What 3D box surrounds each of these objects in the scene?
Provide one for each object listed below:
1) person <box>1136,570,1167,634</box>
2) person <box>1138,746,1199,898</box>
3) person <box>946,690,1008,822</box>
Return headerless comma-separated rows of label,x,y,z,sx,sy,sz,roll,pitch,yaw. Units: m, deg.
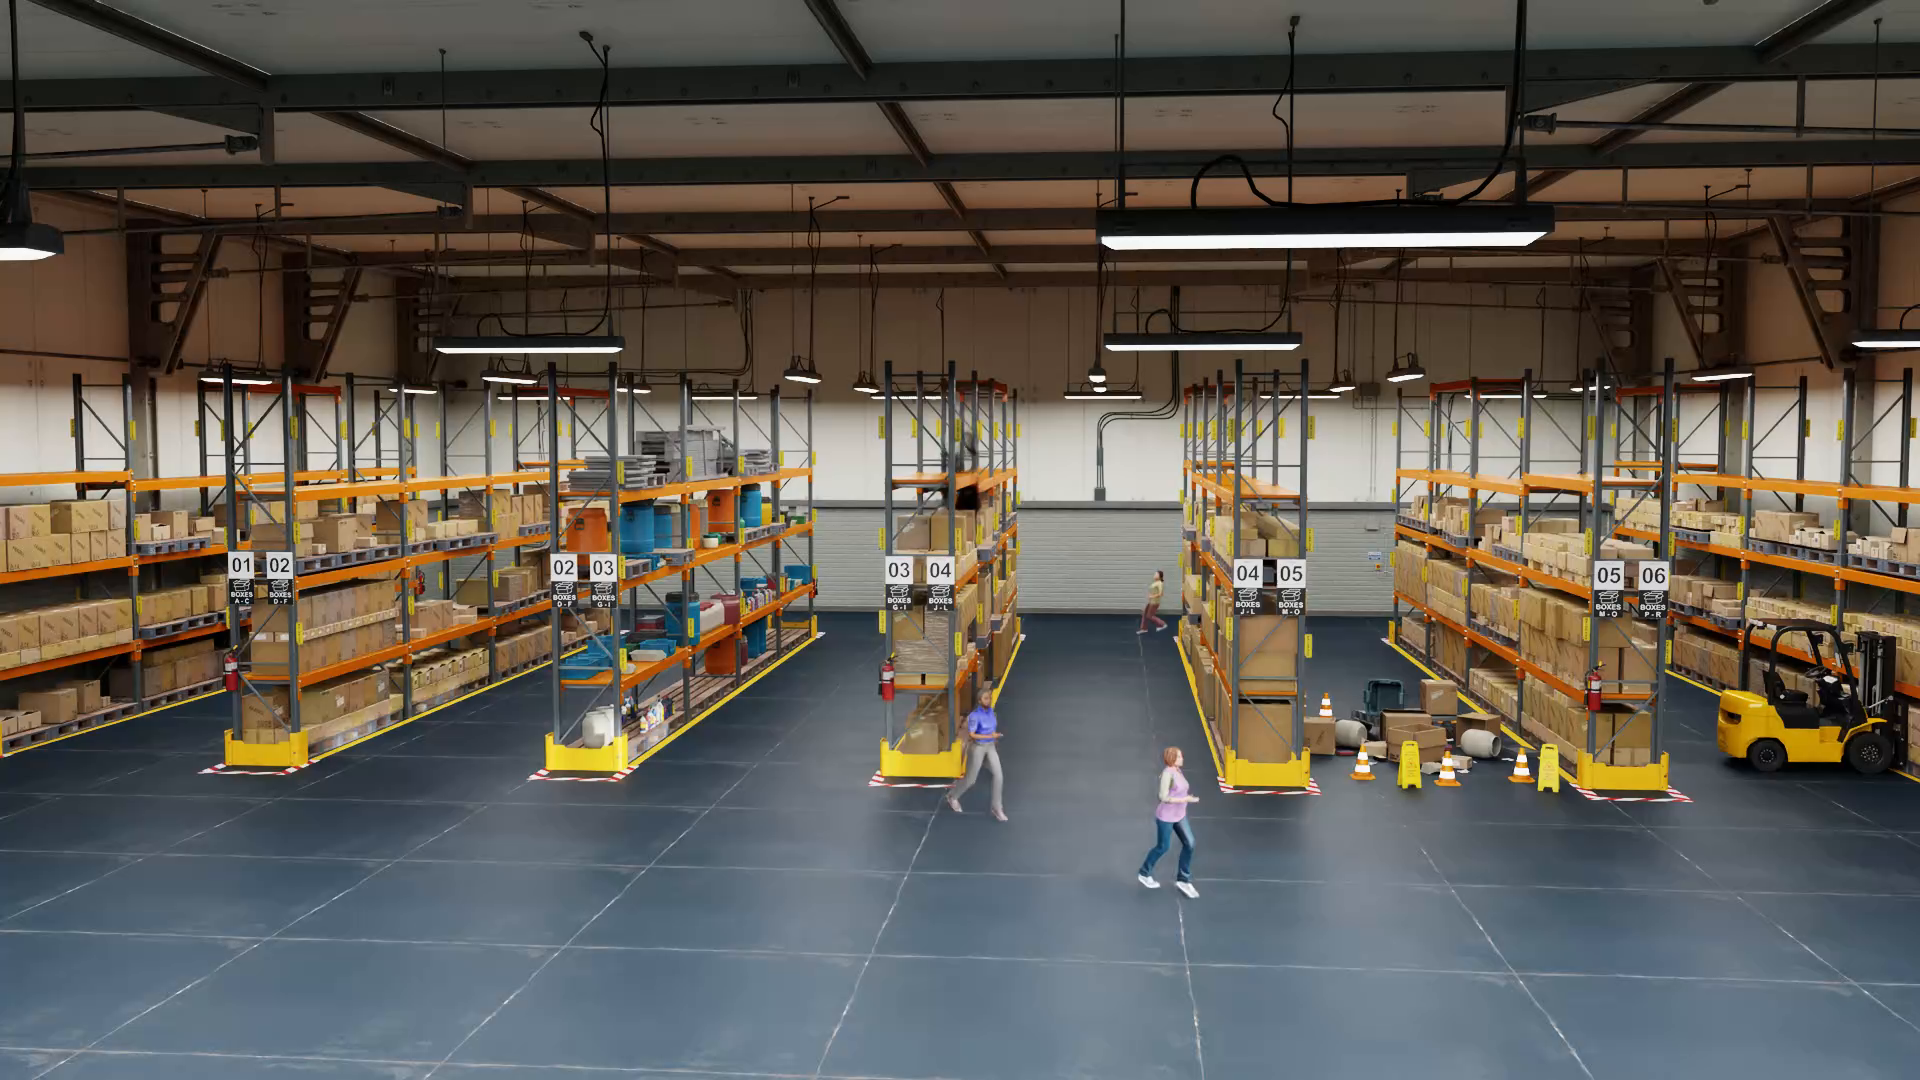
person,4.694,1.533,40.691,0.706,1.615,0.677,0,4,-1
person,2.246,3.034,17.874,0.729,1.613,0.525,3,5,37
person,0.250,2.766,21.519,0.587,1.697,0.901,-4,5,-44
